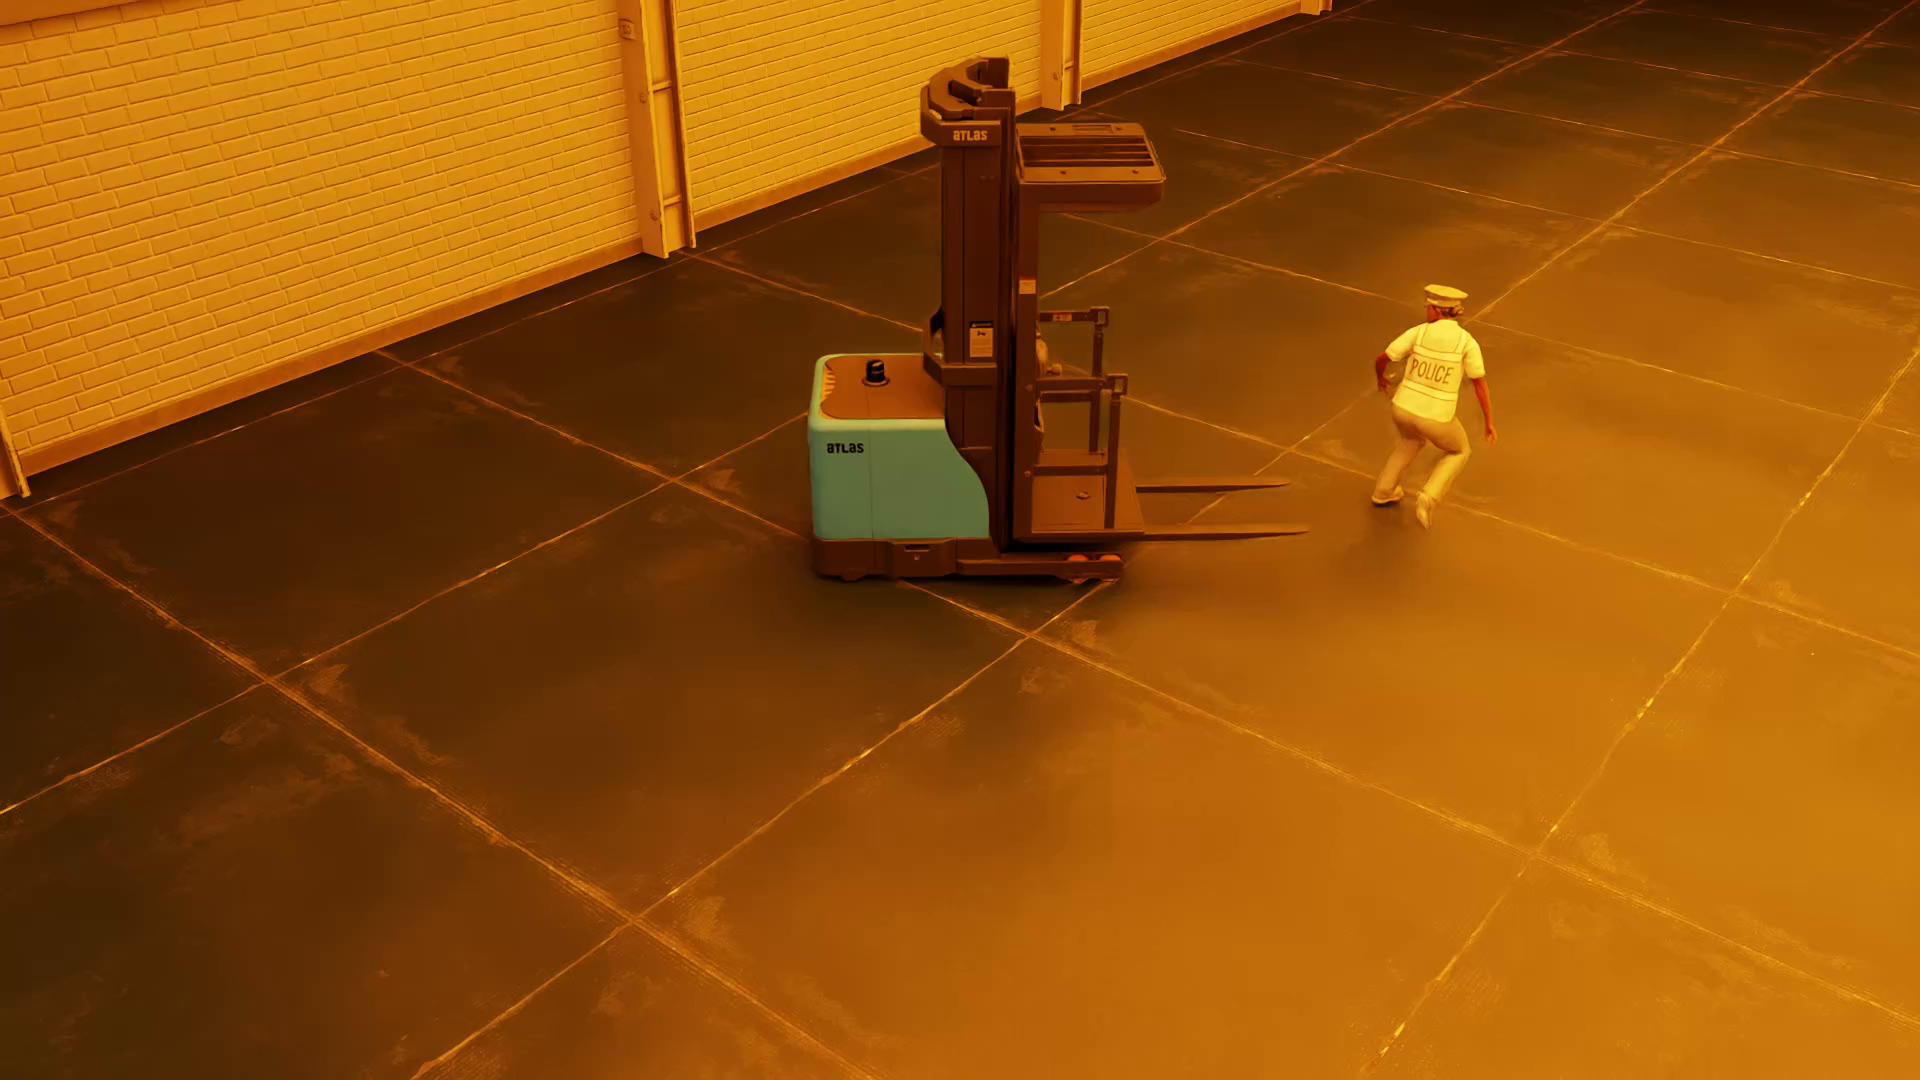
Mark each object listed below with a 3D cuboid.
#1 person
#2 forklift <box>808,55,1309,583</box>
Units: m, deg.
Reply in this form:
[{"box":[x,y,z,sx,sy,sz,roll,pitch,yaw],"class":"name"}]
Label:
[{"box":[2.992,-0.823,10.482,0.876,1.502,0.540,21,36,31],"class":"person"},{"box":[0.611,-1.276,9.778,3.031,2.935,1.130,-1,30,-1],"class":"forklift"}]
